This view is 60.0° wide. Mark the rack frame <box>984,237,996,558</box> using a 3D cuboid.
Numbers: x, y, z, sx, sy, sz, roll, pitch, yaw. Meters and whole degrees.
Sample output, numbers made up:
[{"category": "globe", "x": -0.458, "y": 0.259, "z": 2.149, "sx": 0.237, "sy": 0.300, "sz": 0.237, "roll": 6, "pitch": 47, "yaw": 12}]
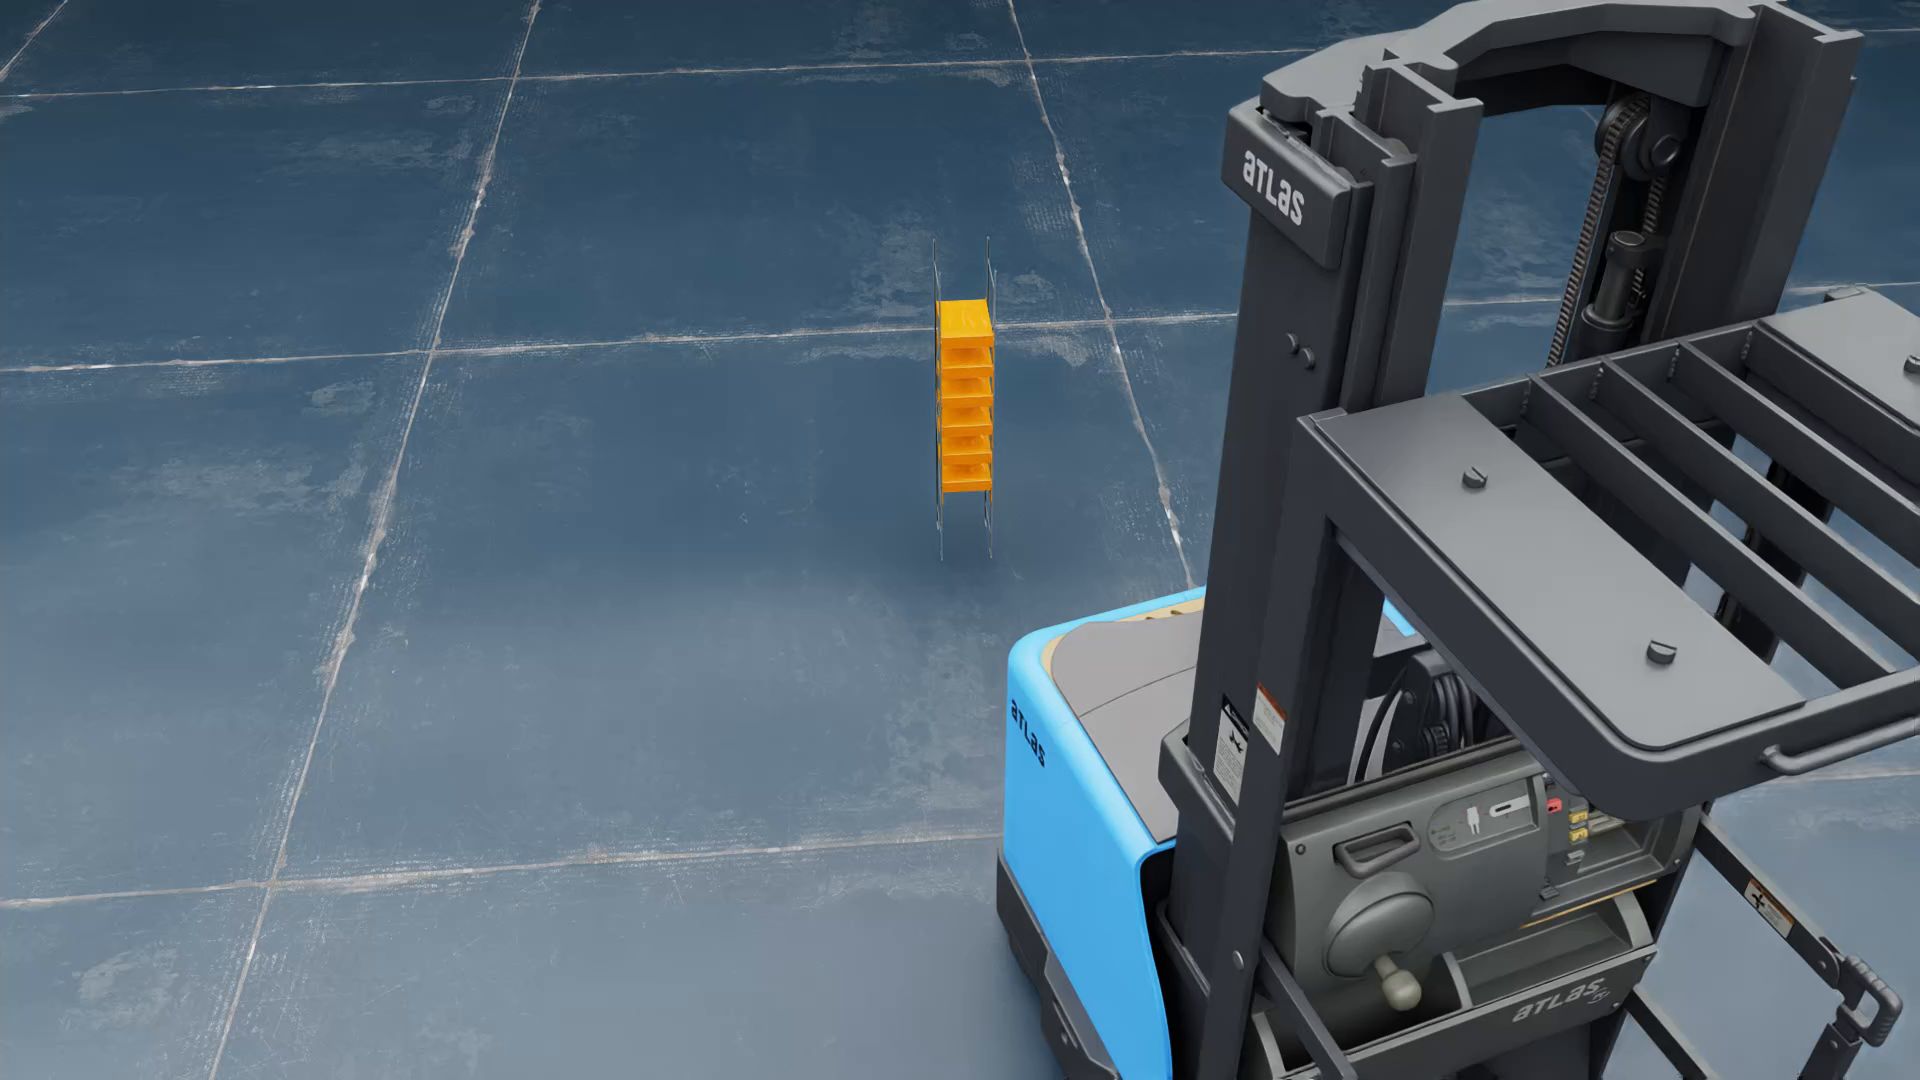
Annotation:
[{"category": "rack frame", "x": 0.106, "y": -0.477, "z": 5.886, "sx": 0.006, "sy": 1.200, "sz": 0.240, "roll": -3, "pitch": 38, "yaw": -4}]

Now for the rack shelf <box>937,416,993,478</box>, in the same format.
[{"category": "rack shelf", "x": 0.014, "y": -0.343, "z": 5.981, "sx": 0.180, "sy": 0.103, "sz": 0.258, "roll": -3, "pitch": 38, "yaw": -4}]

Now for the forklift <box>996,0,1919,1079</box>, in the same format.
[{"category": "forklift", "x": 1.114, "y": 0.678, "z": 3.024, "sx": 1.130, "sy": 2.935, "sz": 3.031, "roll": -14, "pitch": 40, "yaw": -17}]

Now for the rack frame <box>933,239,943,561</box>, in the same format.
[{"category": "rack frame", "x": -0.077, "y": -0.467, "z": 5.873, "sx": 0.006, "sy": 1.200, "sz": 0.240, "roll": -3, "pitch": 38, "yaw": -4}]

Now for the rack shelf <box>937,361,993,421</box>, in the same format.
[{"category": "rack shelf", "x": 0.014, "y": -0.531, "z": 5.833, "sx": 0.180, "sy": 0.103, "sz": 0.258, "roll": -3, "pitch": 38, "yaw": -4}]

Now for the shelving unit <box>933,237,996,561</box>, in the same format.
[{"category": "shelving unit", "x": 0.014, "y": -0.472, "z": 5.879, "sx": 0.189, "sy": 1.200, "sz": 0.258, "roll": -3, "pitch": 38, "yaw": -4}]

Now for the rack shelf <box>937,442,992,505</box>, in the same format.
[{"category": "rack shelf", "x": 0.014, "y": -0.249, "z": 6.056, "sx": 0.180, "sy": 0.103, "sz": 0.258, "roll": -3, "pitch": 38, "yaw": -4}]

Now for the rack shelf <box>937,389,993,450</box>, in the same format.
[{"category": "rack shelf", "x": 0.014, "y": -0.437, "z": 5.907, "sx": 0.180, "sy": 0.103, "sz": 0.258, "roll": -3, "pitch": 38, "yaw": -4}]

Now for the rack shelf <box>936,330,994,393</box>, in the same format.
[{"category": "rack shelf", "x": 0.014, "y": -0.625, "z": 5.758, "sx": 0.180, "sy": 0.103, "sz": 0.258, "roll": -3, "pitch": 38, "yaw": -4}]

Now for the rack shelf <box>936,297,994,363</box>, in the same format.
[{"category": "rack shelf", "x": 0.014, "y": -0.720, "z": 5.684, "sx": 0.180, "sy": 0.103, "sz": 0.258, "roll": -3, "pitch": 38, "yaw": -4}]
